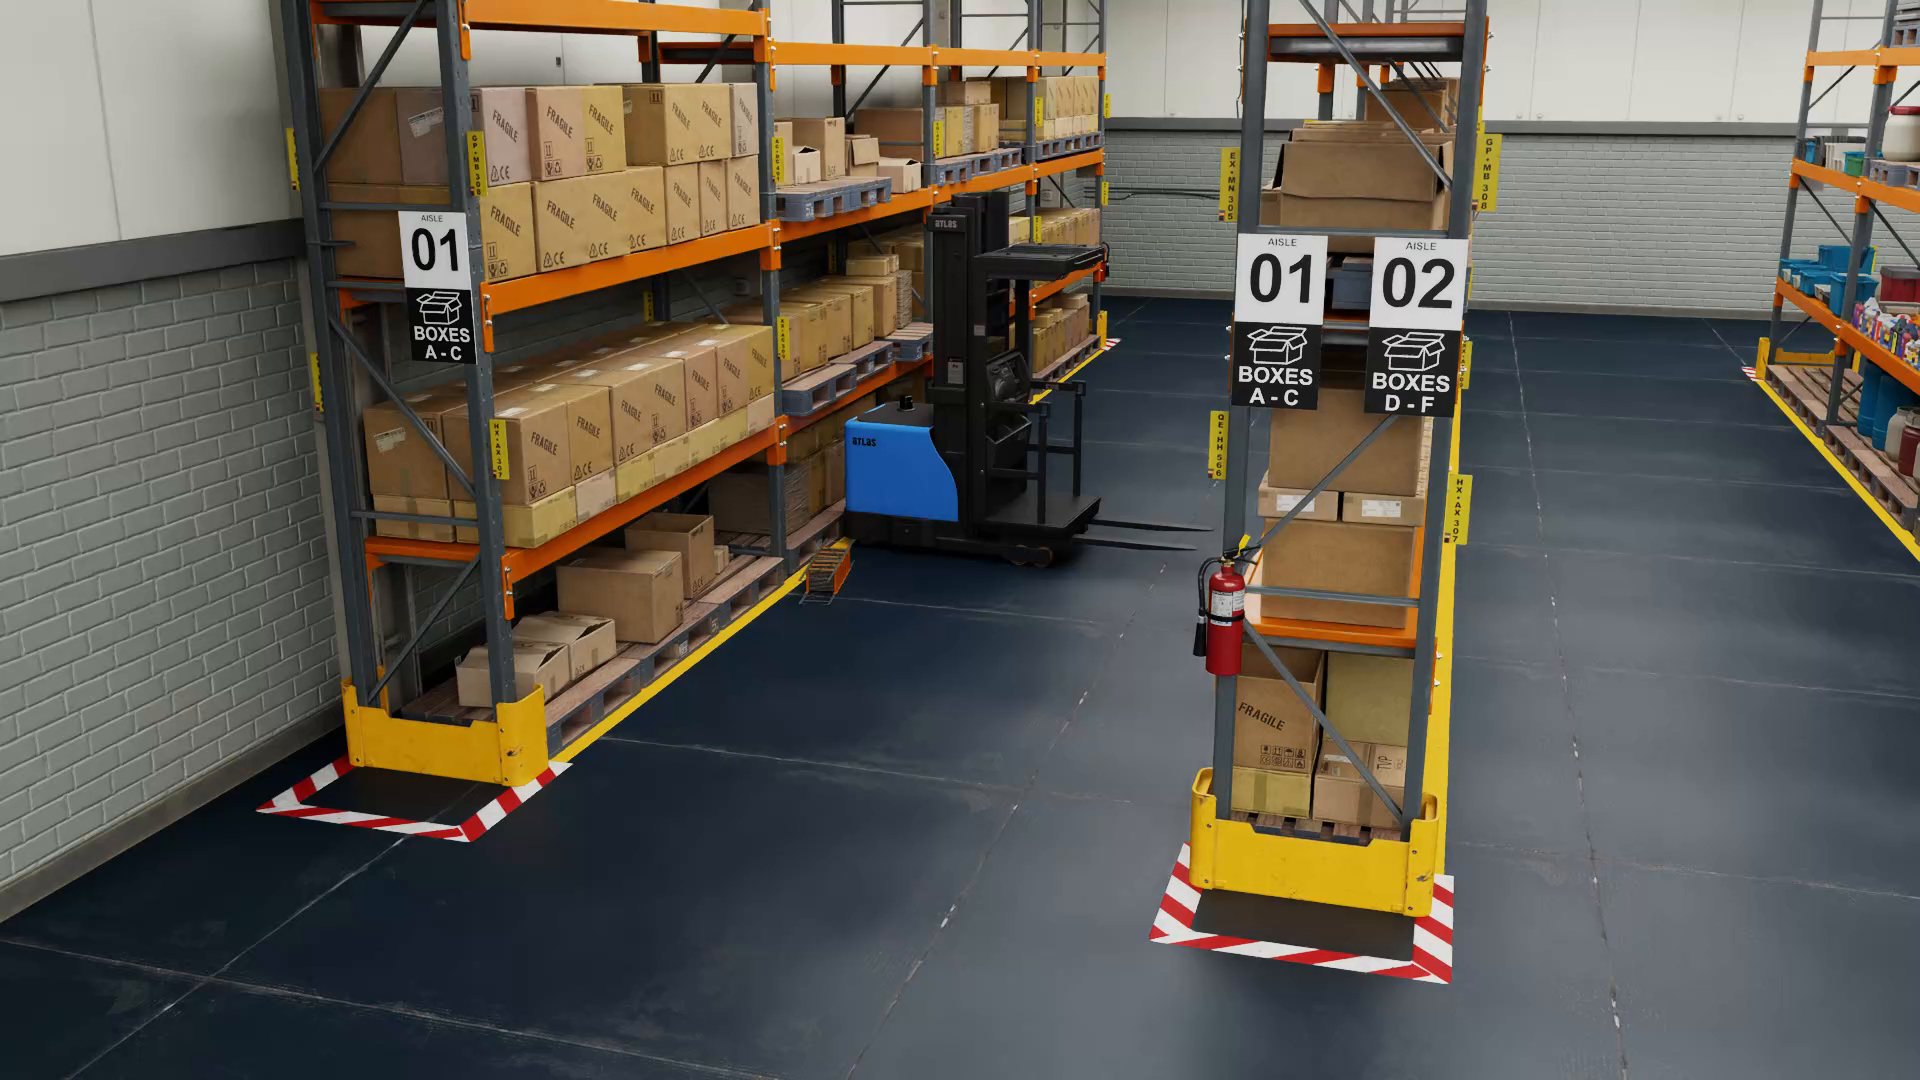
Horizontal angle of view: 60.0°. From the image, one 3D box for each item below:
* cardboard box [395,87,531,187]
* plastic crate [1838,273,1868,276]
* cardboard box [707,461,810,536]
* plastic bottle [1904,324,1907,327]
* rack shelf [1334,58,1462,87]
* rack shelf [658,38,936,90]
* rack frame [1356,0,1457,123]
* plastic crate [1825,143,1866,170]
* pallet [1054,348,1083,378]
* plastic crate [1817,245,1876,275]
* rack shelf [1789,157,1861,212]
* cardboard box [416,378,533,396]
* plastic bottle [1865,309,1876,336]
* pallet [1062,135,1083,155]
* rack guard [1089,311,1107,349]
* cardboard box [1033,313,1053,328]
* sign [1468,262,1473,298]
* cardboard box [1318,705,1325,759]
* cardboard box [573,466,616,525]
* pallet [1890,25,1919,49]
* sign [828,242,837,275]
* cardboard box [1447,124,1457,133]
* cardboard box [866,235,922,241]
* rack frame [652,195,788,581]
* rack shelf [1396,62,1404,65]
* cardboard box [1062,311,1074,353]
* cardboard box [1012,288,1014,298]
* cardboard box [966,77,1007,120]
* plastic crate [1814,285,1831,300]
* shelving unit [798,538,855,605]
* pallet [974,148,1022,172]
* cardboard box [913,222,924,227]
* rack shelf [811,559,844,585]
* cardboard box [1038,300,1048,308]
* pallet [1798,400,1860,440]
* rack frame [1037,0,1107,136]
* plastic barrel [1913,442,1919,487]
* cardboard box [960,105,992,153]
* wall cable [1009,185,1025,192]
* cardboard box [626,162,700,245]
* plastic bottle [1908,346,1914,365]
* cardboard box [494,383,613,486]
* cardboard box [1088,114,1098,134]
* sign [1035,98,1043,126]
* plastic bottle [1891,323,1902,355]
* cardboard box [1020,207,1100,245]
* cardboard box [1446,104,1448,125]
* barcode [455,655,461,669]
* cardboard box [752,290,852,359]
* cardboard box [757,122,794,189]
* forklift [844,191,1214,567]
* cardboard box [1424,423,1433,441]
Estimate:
[{"bbox_3d":[-2.664,-2.177,8.957,0.500,0.500,0.500,3,16,12],"label":"cardboard box"},{"bbox_3d":[10.981,-3.205,20.506,0.396,0.136,0.243,5,16,16],"label":"plastic crate"},{"bbox_3d":[-1.677,-0.362,13.884,0.700,0.500,0.500,5,17,18],"label":"cardboard box"},{"bbox_3d":[8.945,-1.898,15.737,0.061,0.283,0.133,5,16,16],"label":"plastic bottle"},{"bbox_3d":[3.449,-3.647,12.747,1.077,0.370,4.000,5,16,16],"label":"rack shelf"},{"bbox_3d":[-1.301,-4.030,14.098,1.077,0.370,4.000,5,16,16],"label":"rack shelf"},{"bbox_3d":[4.017,-4.709,14.439,1.000,3.000,0.127,5,16,16],"label":"rack frame"},{"bbox_3d":[10.113,-4.361,18.926,0.437,0.282,0.530,5,16,16],"label":"plastic crate"},{"bbox_3d":[1.040,-2.424,22.488,1.003,0.211,1.213,5,16,16],"label":"pallet"},{"bbox_3d":[11.123,-3.474,20.907,0.616,0.435,0.499,5,16,16],"label":"plastic crate"},{"bbox_3d":[10.471,-4.104,19.124,1.077,0.370,4.000,5,16,16],"label":"rack shelf"},{"bbox_3d":[-2.924,-0.682,10.100,0.500,0.500,0.500,5,17,17],"label":"cardboard box"},{"bbox_3d":[9.242,-2.207,16.848,0.097,0.271,0.097,0,16,0],"label":"plastic bottle"},{"bbox_3d":[0.995,-5.184,21.775,1.003,0.211,1.213,5,16,16],"label":"pallet"},{"bbox_3d":[1.547,-3.102,24.351,1.175,0.500,0.348,5,16,16],"label":"rack guard"},{"bbox_3d":[0.987,-2.827,21.422,0.380,0.149,0.250,5,17,18],"label":"cardboard box"},{"bbox_3d":[4.551,-2.337,14.951,0.100,0.325,0.005,5,16,16],"label":"sign"},{"bbox_3d":[1.744,1.096,9.237,0.500,0.250,0.500,5,16,16],"label":"cardboard box"},{"bbox_3d":[-2.430,-0.290,10.094,0.500,0.250,0.500,4,16,14],"label":"cardboard box"},{"bbox_3d":[9.697,-4.868,16.080,1.003,0.211,1.213,5,16,16],"label":"pallet"},{"bbox_3d":[-1.266,-2.805,16.600,0.100,0.325,0.005,5,16,16],"label":"sign"},{"bbox_3d":[5.531,-4.588,18.871,0.500,0.250,0.500,5,16,16],"label":"cardboard box"},{"bbox_3d":[-0.702,-3.041,17.416,0.500,0.250,0.500,4,16,14],"label":"cardboard box"},{"bbox_3d":[-1.870,-1.159,12.919,1.000,3.000,0.127,5,16,16],"label":"rack frame"},{"bbox_3d":[5.723,-5.931,20.072,1.077,0.370,4.000,5,16,16],"label":"rack shelf"},{"bbox_3d":[1.153,-2.845,22.673,0.700,0.500,0.500,4,16,14],"label":"cardboard box"},{"bbox_3d":[0.413,-2.899,19.475,0.380,0.149,0.250,5,17,18],"label":"cardboard box"},{"bbox_3d":[0.379,-5.435,20.444,0.500,0.500,0.500,4,16,15],"label":"cardboard box"},{"bbox_3d":[10.109,-2.865,19.306,0.293,0.136,0.466,5,16,16],"label":"plastic crate"},{"bbox_3d":[-1.043,0.240,13.126,0.258,0.189,1.200,2,16,6],"label":"shelving unit"},{"bbox_3d":[0.190,-4.360,19.056,0.805,0.209,1.217,4,16,14],"label":"pallet"},{"bbox_3d":[-0.257,-3.445,18.838,0.500,0.250,0.500,4,16,14],"label":"cardboard box"},{"bbox_3d":[-1.048,0.251,13.083,0.258,0.180,0.103,2,16,6],"label":"rack shelf"},{"bbox_3d":[0.995,-3.203,22.747,0.380,0.149,0.250,5,17,17],"label":"cardboard box"},{"bbox_3d":[10.074,-1.338,18.659,1.003,0.211,1.213,5,16,16],"label":"pallet"},{"bbox_3d":[1.540,-7.185,23.169,1.000,3.000,0.127,5,16,16],"label":"rack frame"},{"bbox_3d":[8.963,-0.727,15.184,0.421,0.512,0.421,0,16,0],"label":"plastic barrel"},{"bbox_3d":[-0.048,-4.583,18.503,0.700,0.500,0.500,4,16,15],"label":"cardboard box"},{"bbox_3d":[0.997,-5.196,25.289,0.084,1.984,1.851,5,16,16],"label":"wall cable"},{"bbox_3d":[-2.053,-2.230,10.976,0.500,0.500,0.500,4,16,14],"label":"cardboard box"},{"bbox_3d":[8.726,-1.697,15.181,0.097,0.201,0.097,0,16,0],"label":"plastic bottle"},{"bbox_3d":[-2.433,-0.641,9.957,0.500,0.500,0.500,5,16,16],"label":"cardboard box"},{"bbox_3d":[1.587,-5.708,22.780,0.500,0.250,0.500,5,17,18],"label":"cardboard box"},{"bbox_3d":[0.927,-5.056,19.636,0.100,0.325,0.005,5,16,16],"label":"sign"},{"bbox_3d":[8.887,-1.903,15.754,0.061,0.283,0.133,5,16,16],"label":"plastic bottle"},{"bbox_3d":[1.405,-4.309,23.474,0.980,0.700,0.700,5,17,18],"label":"cardboard box"},{"bbox_3d":[4.772,-4.308,17.387,0.600,0.600,0.600,4,16,15],"label":"cardboard box"},{"bbox_3d":[-3.102,0.755,10.275,0.001,0.075,0.075,5,16,16],"label":"barcode"},{"bbox_3d":[-1.370,-1.870,14.435,0.700,0.500,0.500,7,17,24],"label":"cardboard box"},{"bbox_3d":[-1.638,-2.989,12.922,0.500,0.500,0.500,7,17,24],"label":"cardboard box"},{"bbox_3d":[0.585,-1.350,13.717,3.031,2.935,1.130,6,17,20],"label":"forklift"},{"bbox_3d":[2.500,-0.578,9.498,0.380,0.149,0.250,5,17,16],"label":"cardboard box"}]
